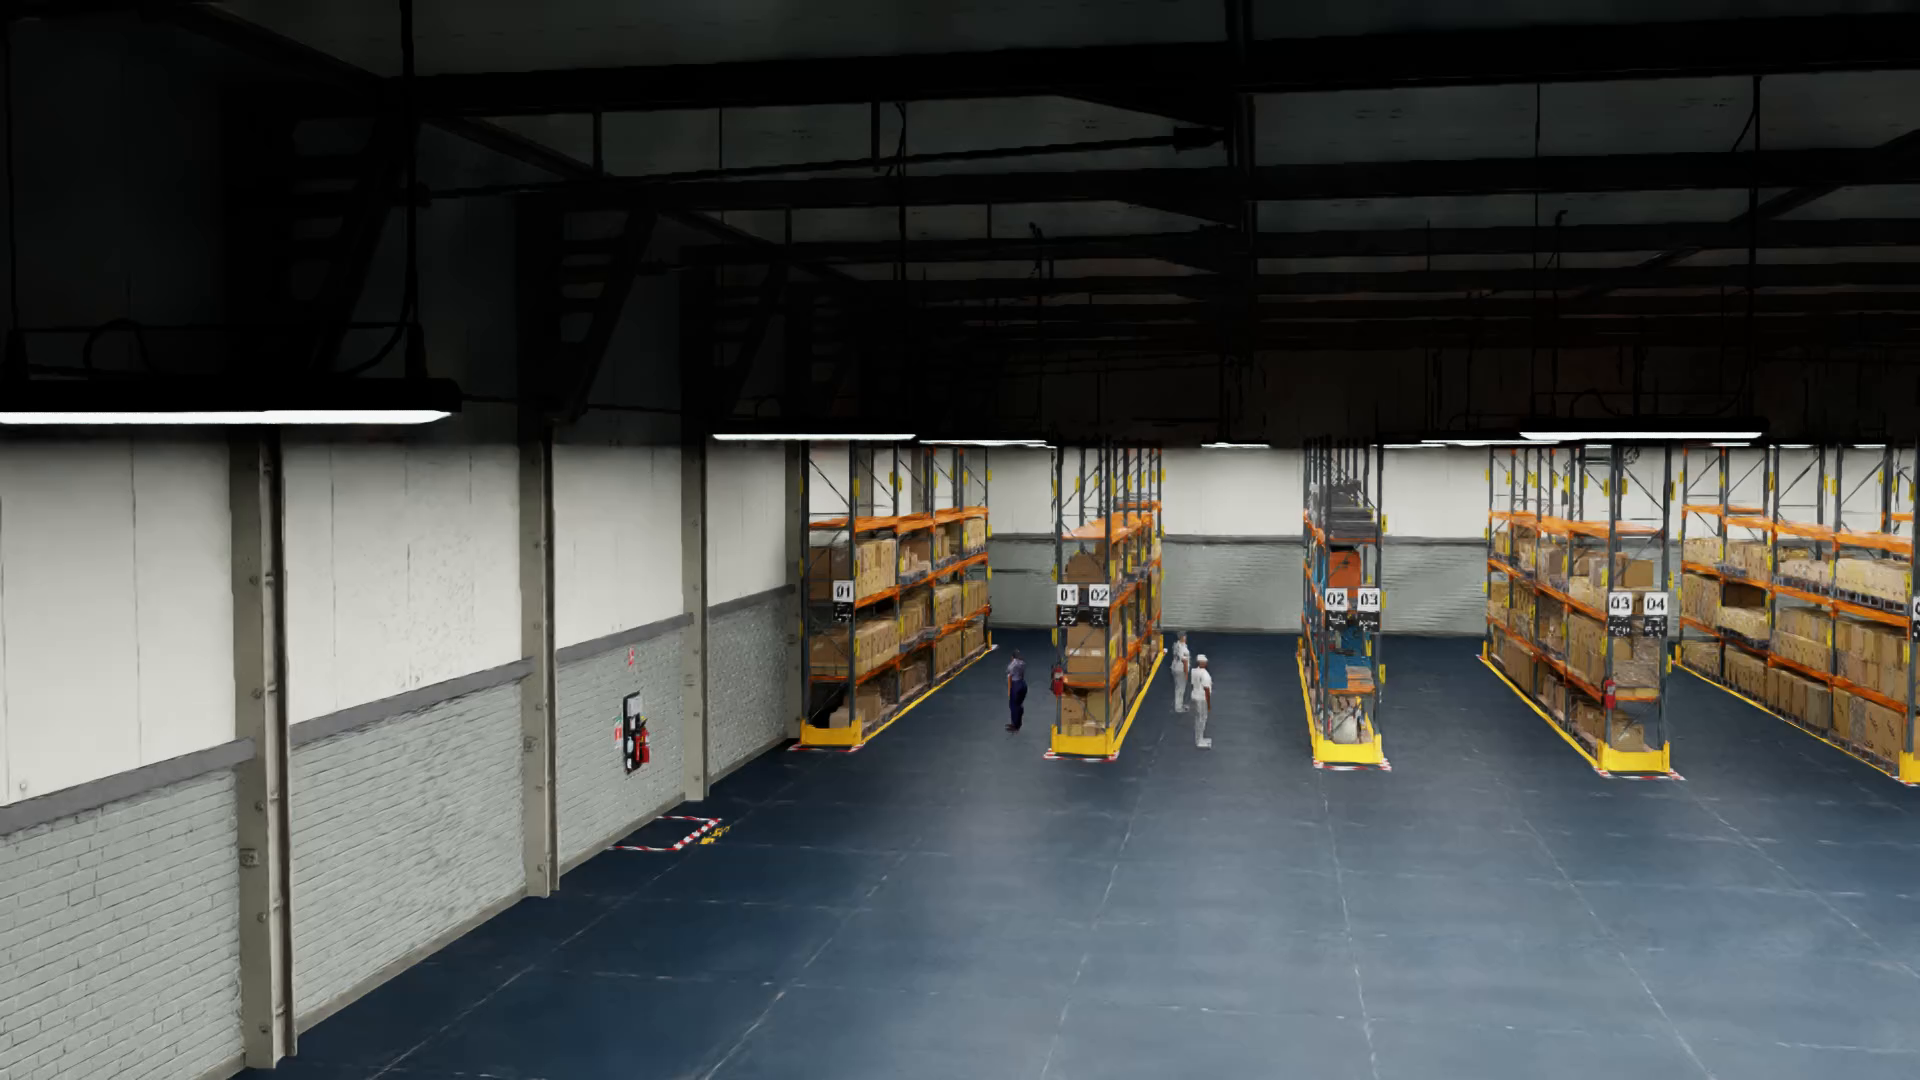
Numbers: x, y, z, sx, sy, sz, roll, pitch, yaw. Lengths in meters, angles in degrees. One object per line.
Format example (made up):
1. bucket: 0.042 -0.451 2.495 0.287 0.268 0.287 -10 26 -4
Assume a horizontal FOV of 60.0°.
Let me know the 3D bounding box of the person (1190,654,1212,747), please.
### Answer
1. person: 4.707 3.082 32.144 0.453 1.768 0.632 -1 3 -18

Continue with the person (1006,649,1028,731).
1. person: 1.108 3.053 33.989 0.470 1.652 0.523 3 4 41

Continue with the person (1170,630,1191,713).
1. person: 4.868 2.862 36.356 0.492 1.767 0.626 -1 3 -15
